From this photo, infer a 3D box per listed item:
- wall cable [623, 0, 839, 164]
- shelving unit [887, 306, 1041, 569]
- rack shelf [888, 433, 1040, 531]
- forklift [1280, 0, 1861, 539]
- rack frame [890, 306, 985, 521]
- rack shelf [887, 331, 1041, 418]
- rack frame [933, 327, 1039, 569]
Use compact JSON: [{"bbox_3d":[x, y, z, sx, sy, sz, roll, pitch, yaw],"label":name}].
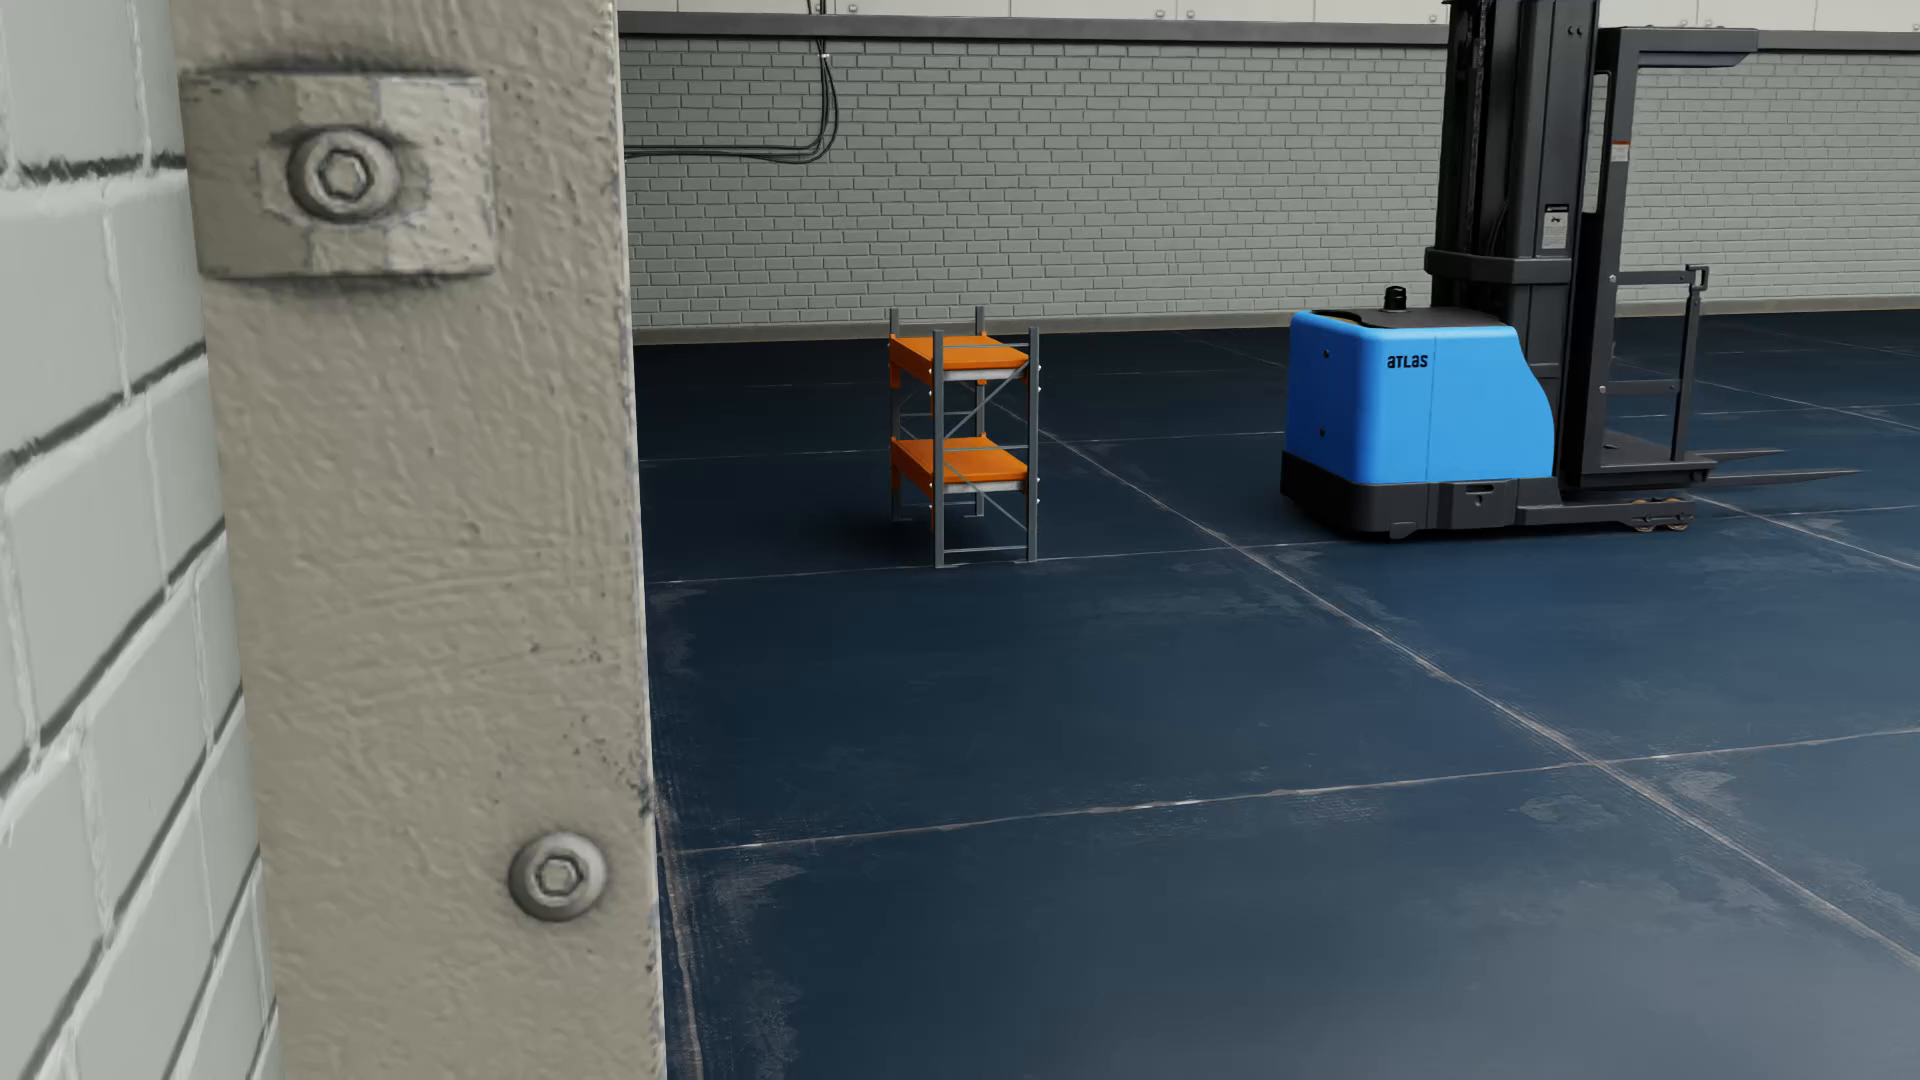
[{"bbox_3d":[-2.670,-4.778,15.565,3.097,2.526,0.112,-3,14,-13],"label":"wall cable"},{"bbox_3d":[0.002,-0.545,8.287,0.538,1.125,1.048,-3,14,-13],"label":"shelving unit"},{"bbox_3d":[0.002,-0.307,8.345,0.538,0.278,1.000,-3,14,-13],"label":"rack shelf"},{"bbox_3d":[3.339,-1.583,8.731,3.031,2.935,1.130,-3,14,-12],"label":"forklift"},{"bbox_3d":[-0.118,-0.662,8.767,0.500,1.125,0.032,-3,14,-13],"label":"rack frame"},{"bbox_3d":[0.002,-0.829,8.218,0.538,0.278,1.000,-3,14,-13],"label":"rack shelf"},{"bbox_3d":[0.121,-0.428,7.807,0.500,1.125,0.032,-3,14,-13],"label":"rack frame"}]
